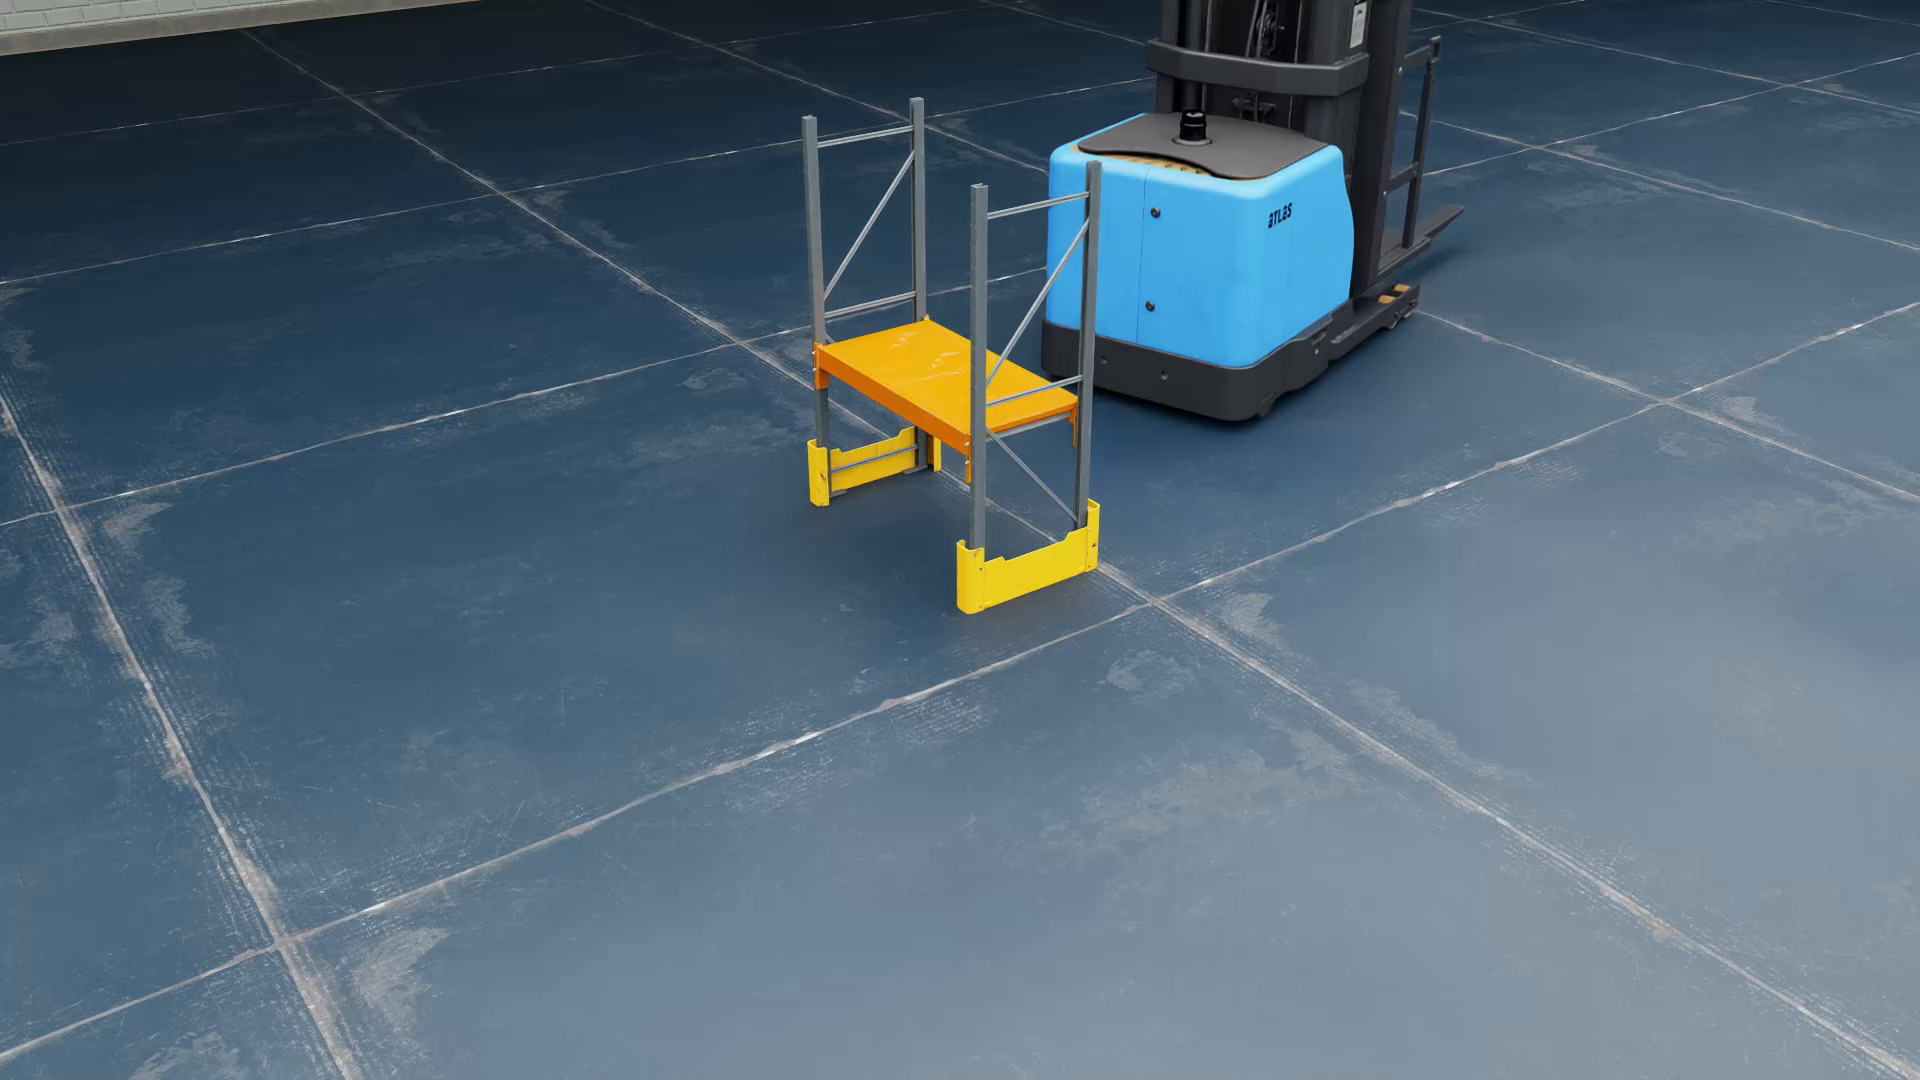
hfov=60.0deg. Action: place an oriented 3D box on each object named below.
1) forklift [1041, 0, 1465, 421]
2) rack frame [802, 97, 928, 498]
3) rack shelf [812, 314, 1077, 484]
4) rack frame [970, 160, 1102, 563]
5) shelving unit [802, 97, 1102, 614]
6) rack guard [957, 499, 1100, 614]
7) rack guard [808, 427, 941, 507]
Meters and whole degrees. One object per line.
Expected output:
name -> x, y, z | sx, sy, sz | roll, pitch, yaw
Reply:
forklift -> 1.632, -2.440, 7.672 | 1.130, 2.935, 3.031 | 19, 34, 31
rack frame -> -0.344, -0.890, 6.317 | 0.500, 1.500, 0.032 | -19, 34, -31
rack shelf -> -0.049, -0.534, 6.039 | 0.538, 0.185, 1.000 | -19, 34, -31
rack frame -> 0.245, -0.495, 5.589 | 0.500, 1.500, 0.032 | -19, 34, -31
shelving unit -> -0.044, -0.689, 5.947 | 0.587, 1.500, 1.083 | -19, 34, -31
rack guard -> 0.245, 0.054, 5.888 | 0.587, 0.250, 0.087 | -19, 34, -31
rack guard -> -0.333, -0.333, 6.601 | 0.587, 0.250, 0.087 | -19, 34, -31
